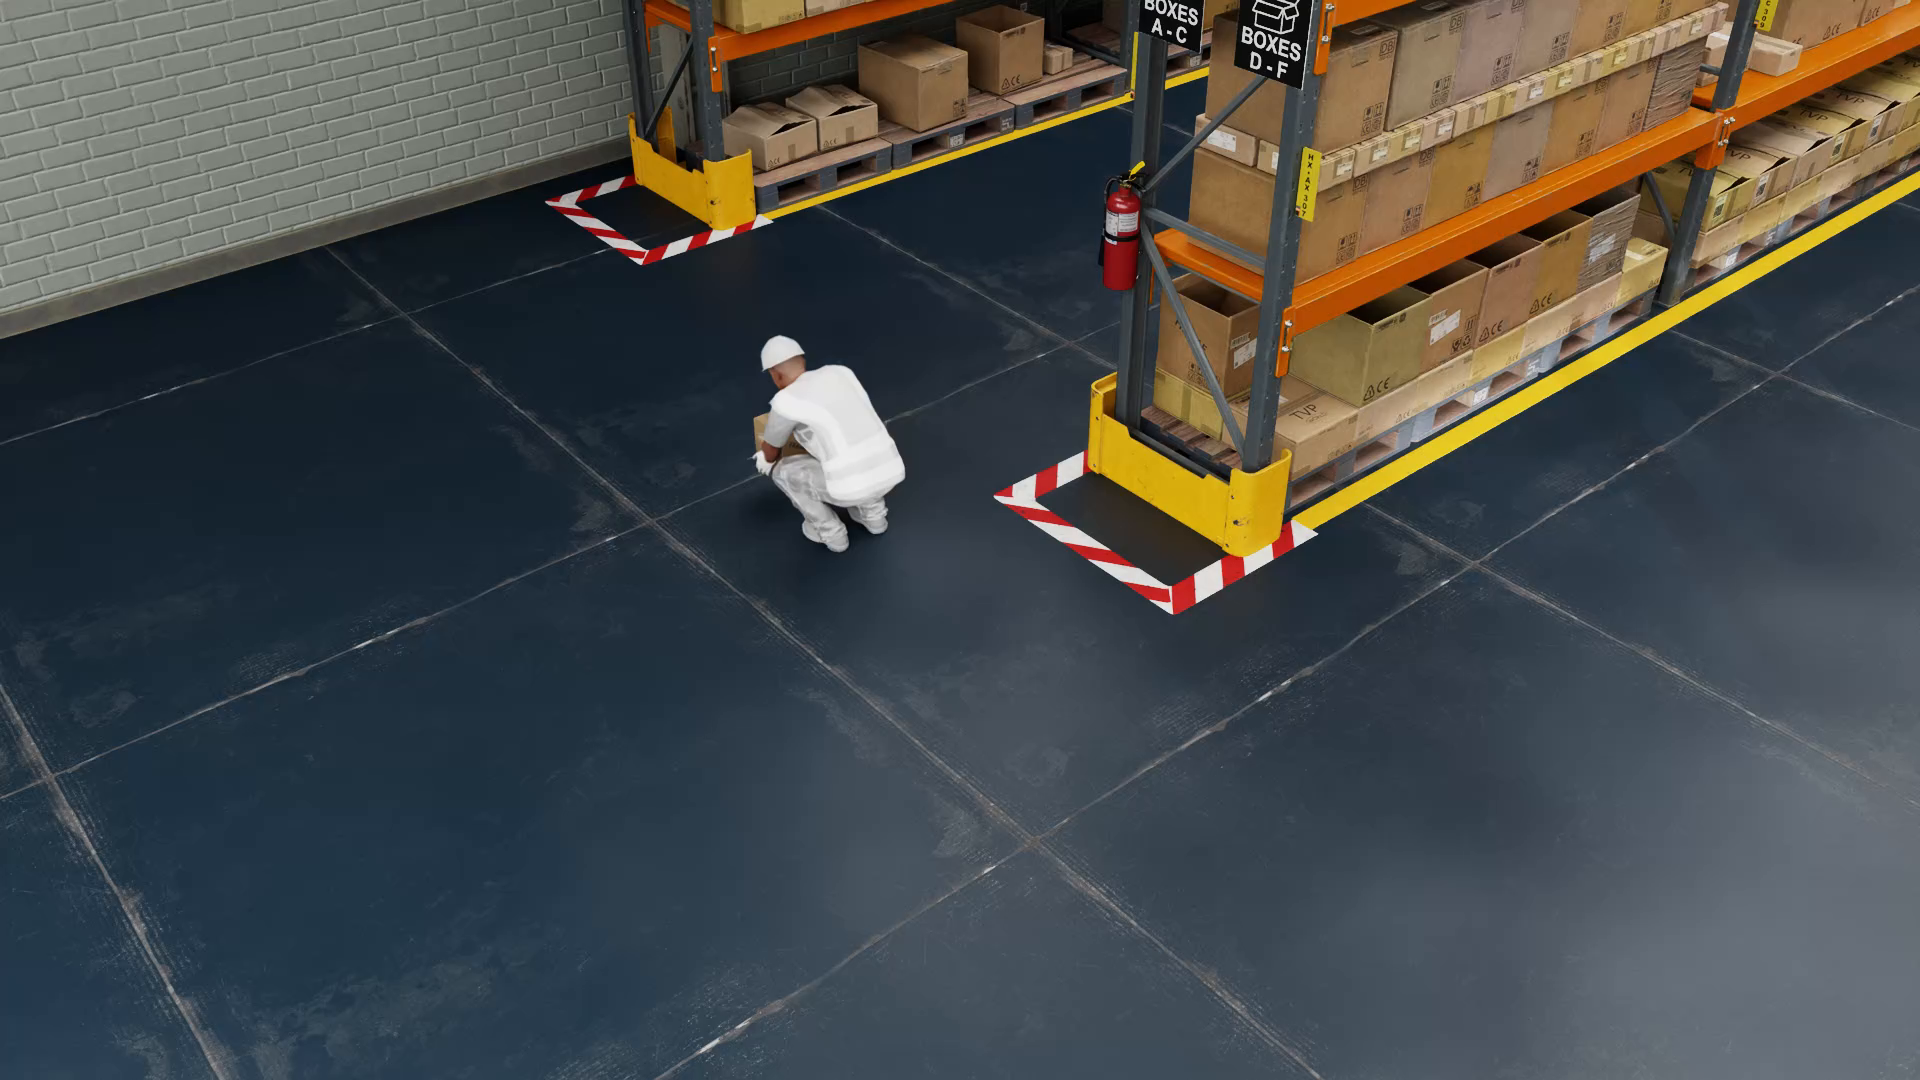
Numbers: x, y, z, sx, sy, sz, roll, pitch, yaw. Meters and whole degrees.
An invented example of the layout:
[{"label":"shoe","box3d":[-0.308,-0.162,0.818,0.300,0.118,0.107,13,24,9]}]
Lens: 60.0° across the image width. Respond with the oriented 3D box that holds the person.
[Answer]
[{"label":"person","box3d":[-0.696,-0.507,8.458,0.567,0.993,0.899,-26,43,-32]}]
